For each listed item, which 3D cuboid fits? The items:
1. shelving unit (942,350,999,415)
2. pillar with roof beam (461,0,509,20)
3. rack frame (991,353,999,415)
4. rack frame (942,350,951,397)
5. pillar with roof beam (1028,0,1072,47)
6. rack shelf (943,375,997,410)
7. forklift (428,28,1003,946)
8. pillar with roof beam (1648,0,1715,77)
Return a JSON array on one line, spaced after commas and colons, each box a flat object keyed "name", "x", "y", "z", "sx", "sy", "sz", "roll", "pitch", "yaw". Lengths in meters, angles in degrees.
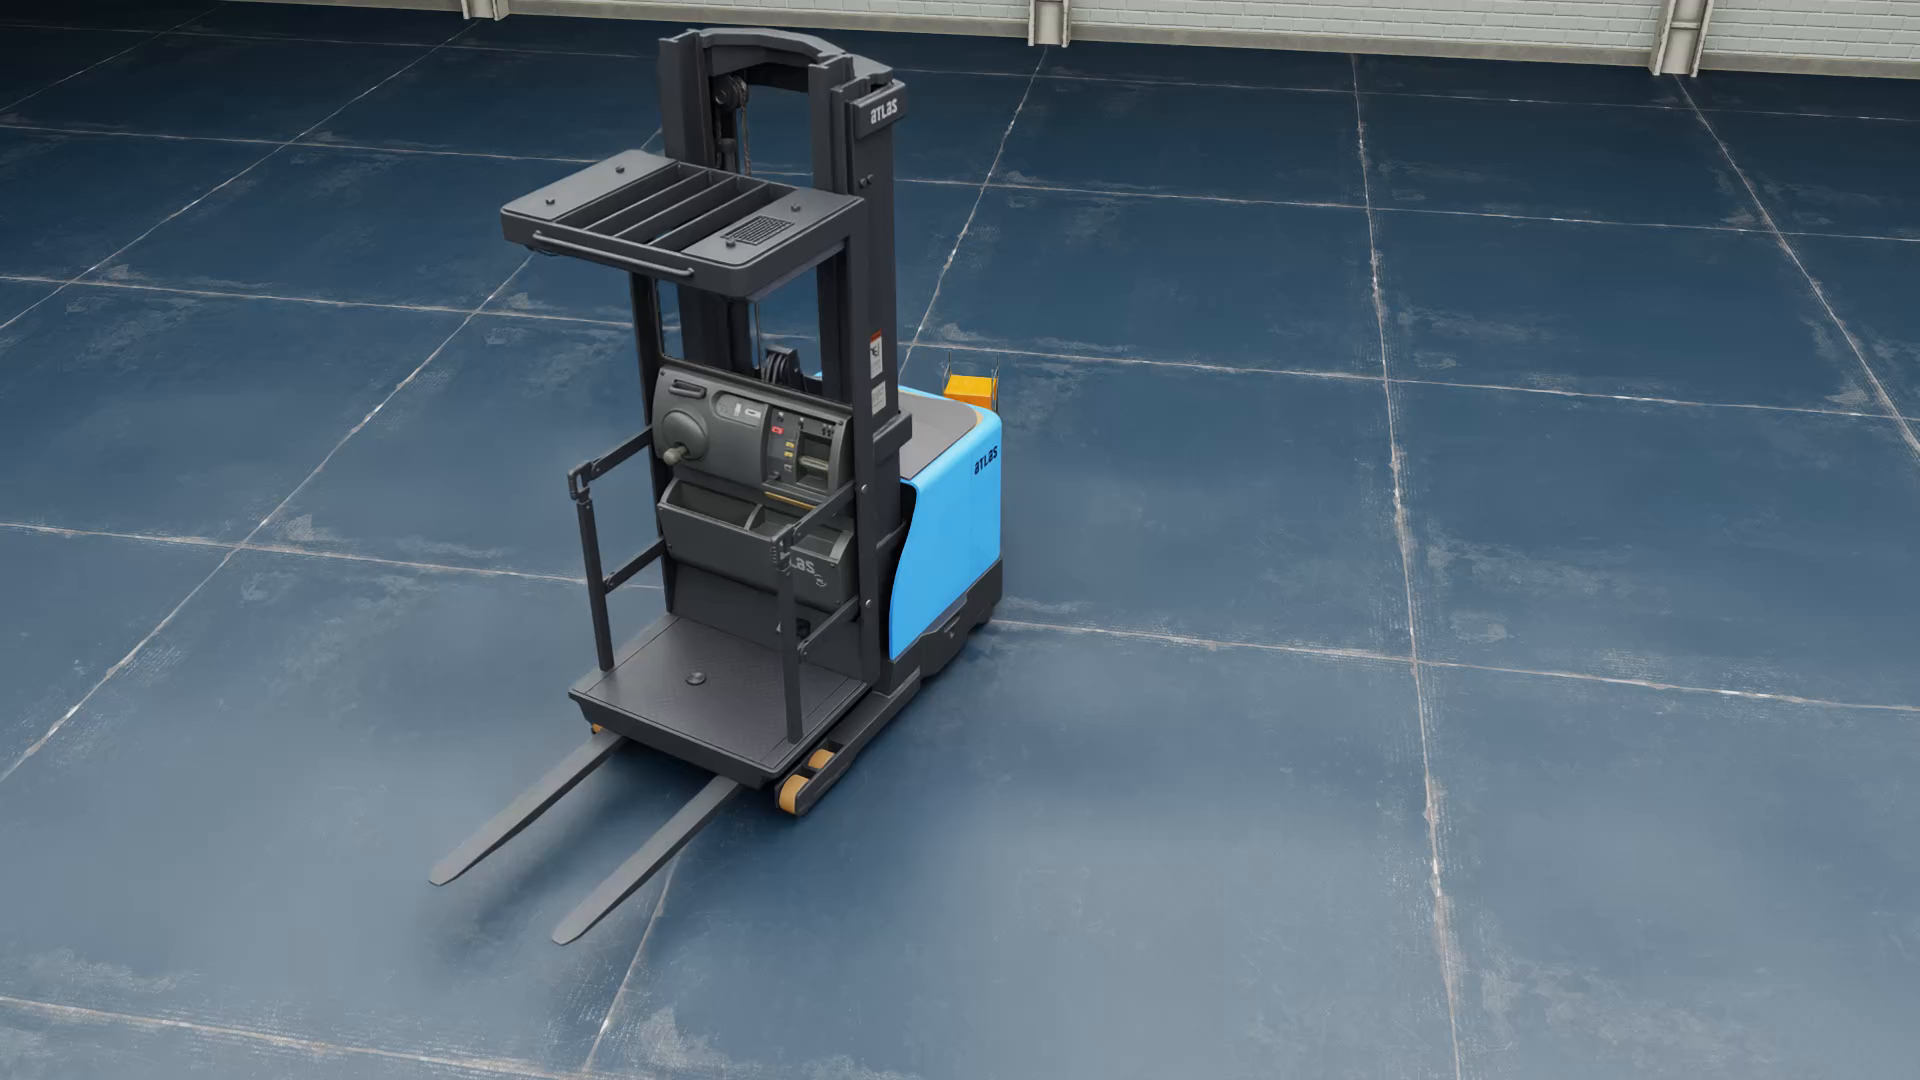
[{"name": "shelving unit", "x": 0.053, "y": -0.440, "z": 8.464, "sx": 0.252, "sy": 1.050, "sz": 0.215, "roll": 5, "pitch": 32, "yaw": 8}, {"name": "pillar with roof beam", "x": -5.737, "y": -7.121, "z": 11.645, "sx": 0.400, "sy": 9.000, "sz": 9.100, "roll": 5, "pitch": 32, "yaw": 8}, {"name": "rack frame", "x": 0.173, "y": -0.429, "z": 8.446, "sx": 0.008, "sy": 1.050, "sz": 0.200, "roll": 5, "pitch": 32, "yaw": 8}, {"name": "rack frame", "x": -0.068, "y": -0.451, "z": 8.481, "sx": 0.008, "sy": 1.050, "sz": 0.200, "roll": 5, "pitch": 32, "yaw": 8}, {"name": "pillar with roof beam", "x": 0.177, "y": -6.585, "z": 10.789, "sx": 0.400, "sy": 9.000, "sz": 9.100, "roll": 5, "pitch": 32, "yaw": 8}, {"name": "rack shelf", "x": 0.053, "y": -0.672, "z": 8.319, "sx": 0.240, "sy": 0.259, "sz": 0.215, "roll": 5, "pitch": 32, "yaw": 8}, {"name": "forklift", "x": -0.965, "y": -0.376, "z": 6.588, "sx": 1.130, "sy": 2.935, "sz": 3.031, "roll": 17, "pitch": 36, "yaw": 25}, {"name": "pillar with roof beam", "x": 6.091, "y": -6.050, "z": 9.934, "sx": 0.400, "sy": 9.000, "sz": 9.100, "roll": 5, "pitch": 32, "yaw": 8}]
